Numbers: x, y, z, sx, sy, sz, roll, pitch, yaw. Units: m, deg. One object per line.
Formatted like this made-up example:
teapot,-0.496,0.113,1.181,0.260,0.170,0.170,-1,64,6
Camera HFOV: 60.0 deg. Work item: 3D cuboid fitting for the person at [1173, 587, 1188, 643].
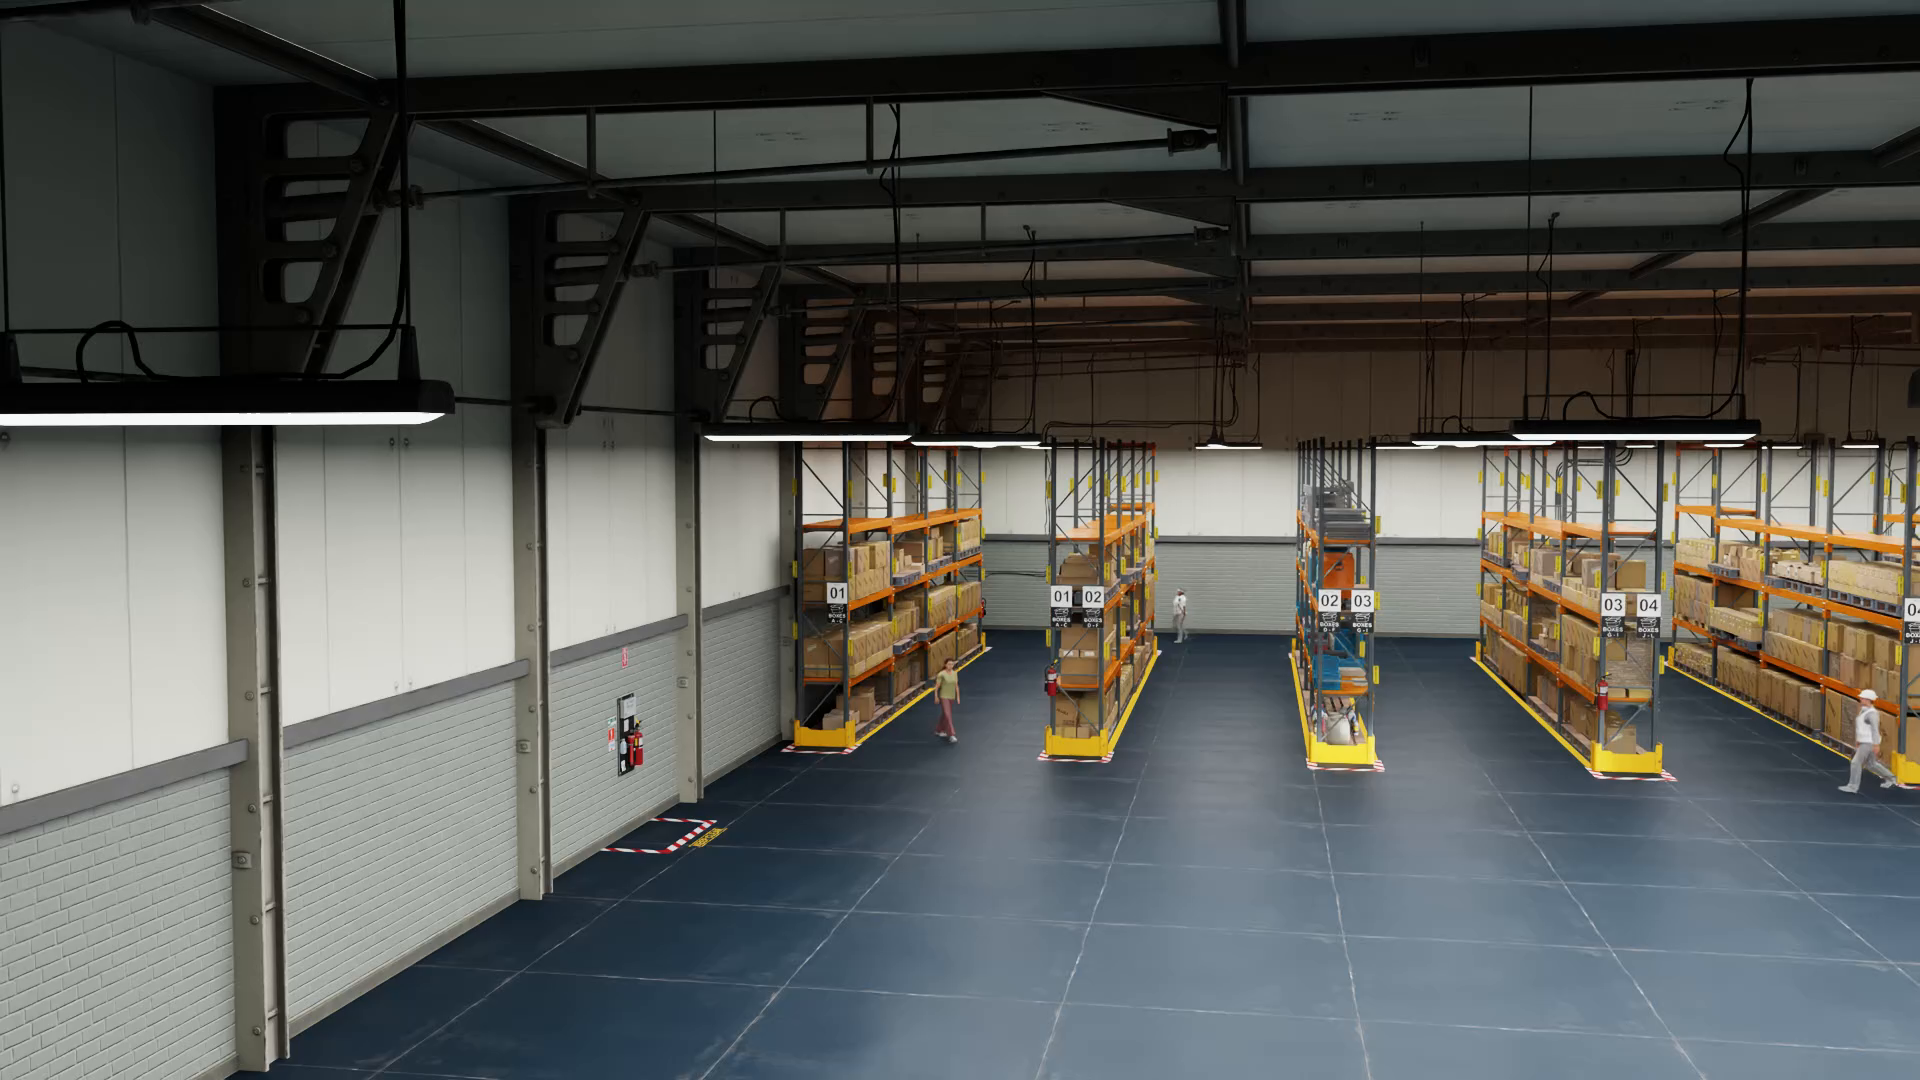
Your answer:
person,6.639,2.232,49.830,0.608,1.674,0.456,-2,4,-31

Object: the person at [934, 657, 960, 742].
person,-0.225,3.137,32.990,0.491,1.618,0.970,-3,4,-40

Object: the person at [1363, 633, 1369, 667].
person,10.642,2.523,44.028,0.638,1.796,0.658,1,3,12

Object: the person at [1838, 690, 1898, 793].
person,15.246,3.374,27.858,0.999,1.738,0.543,1,3,10

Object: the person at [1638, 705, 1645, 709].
person,15.136,2.859,37.308,0.600,1.733,0.888,1,3,24
